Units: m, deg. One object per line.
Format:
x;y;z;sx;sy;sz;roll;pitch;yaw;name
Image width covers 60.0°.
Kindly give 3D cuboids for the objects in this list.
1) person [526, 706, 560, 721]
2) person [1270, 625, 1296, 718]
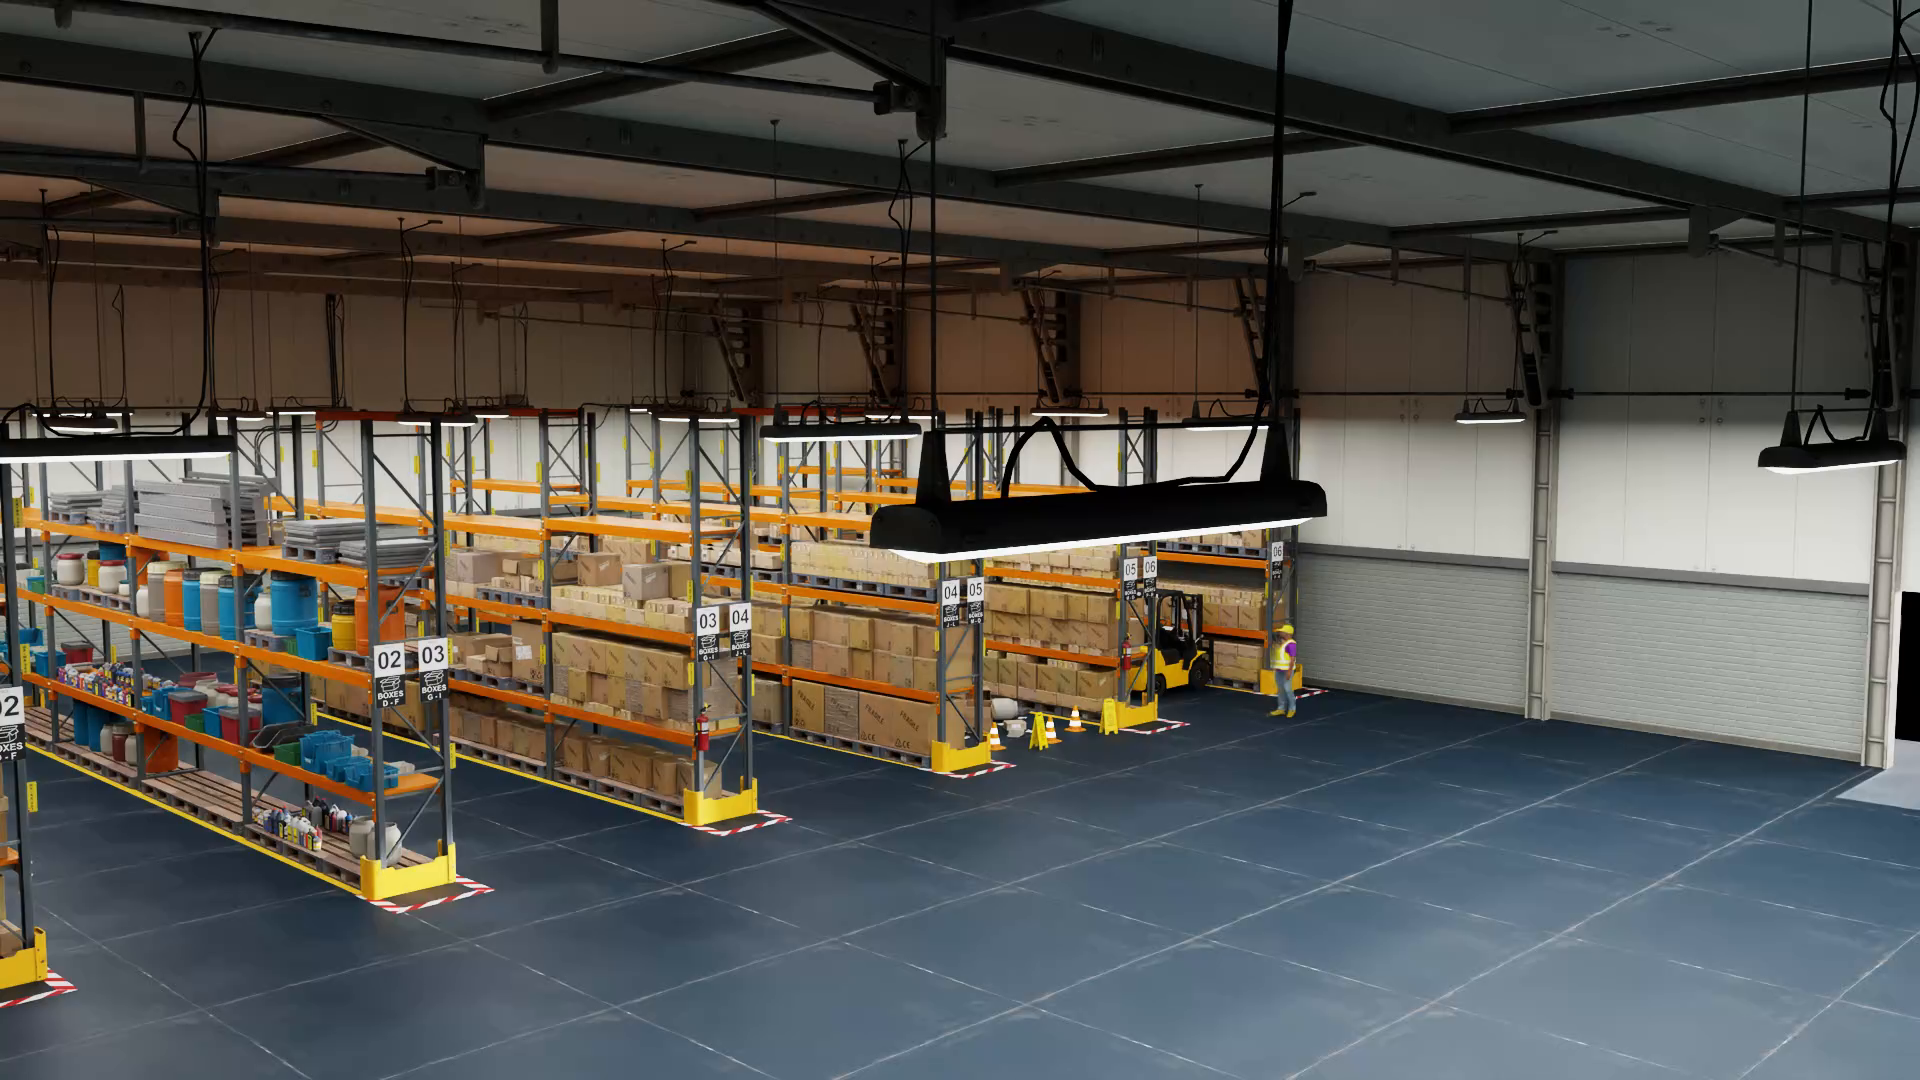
-8.083;2.599;31.929;0.484;1.734;0.981;-4;7;-39;person
6.351;2.564;32.604;0.419;1.793;0.613;-4;7;-40;person
